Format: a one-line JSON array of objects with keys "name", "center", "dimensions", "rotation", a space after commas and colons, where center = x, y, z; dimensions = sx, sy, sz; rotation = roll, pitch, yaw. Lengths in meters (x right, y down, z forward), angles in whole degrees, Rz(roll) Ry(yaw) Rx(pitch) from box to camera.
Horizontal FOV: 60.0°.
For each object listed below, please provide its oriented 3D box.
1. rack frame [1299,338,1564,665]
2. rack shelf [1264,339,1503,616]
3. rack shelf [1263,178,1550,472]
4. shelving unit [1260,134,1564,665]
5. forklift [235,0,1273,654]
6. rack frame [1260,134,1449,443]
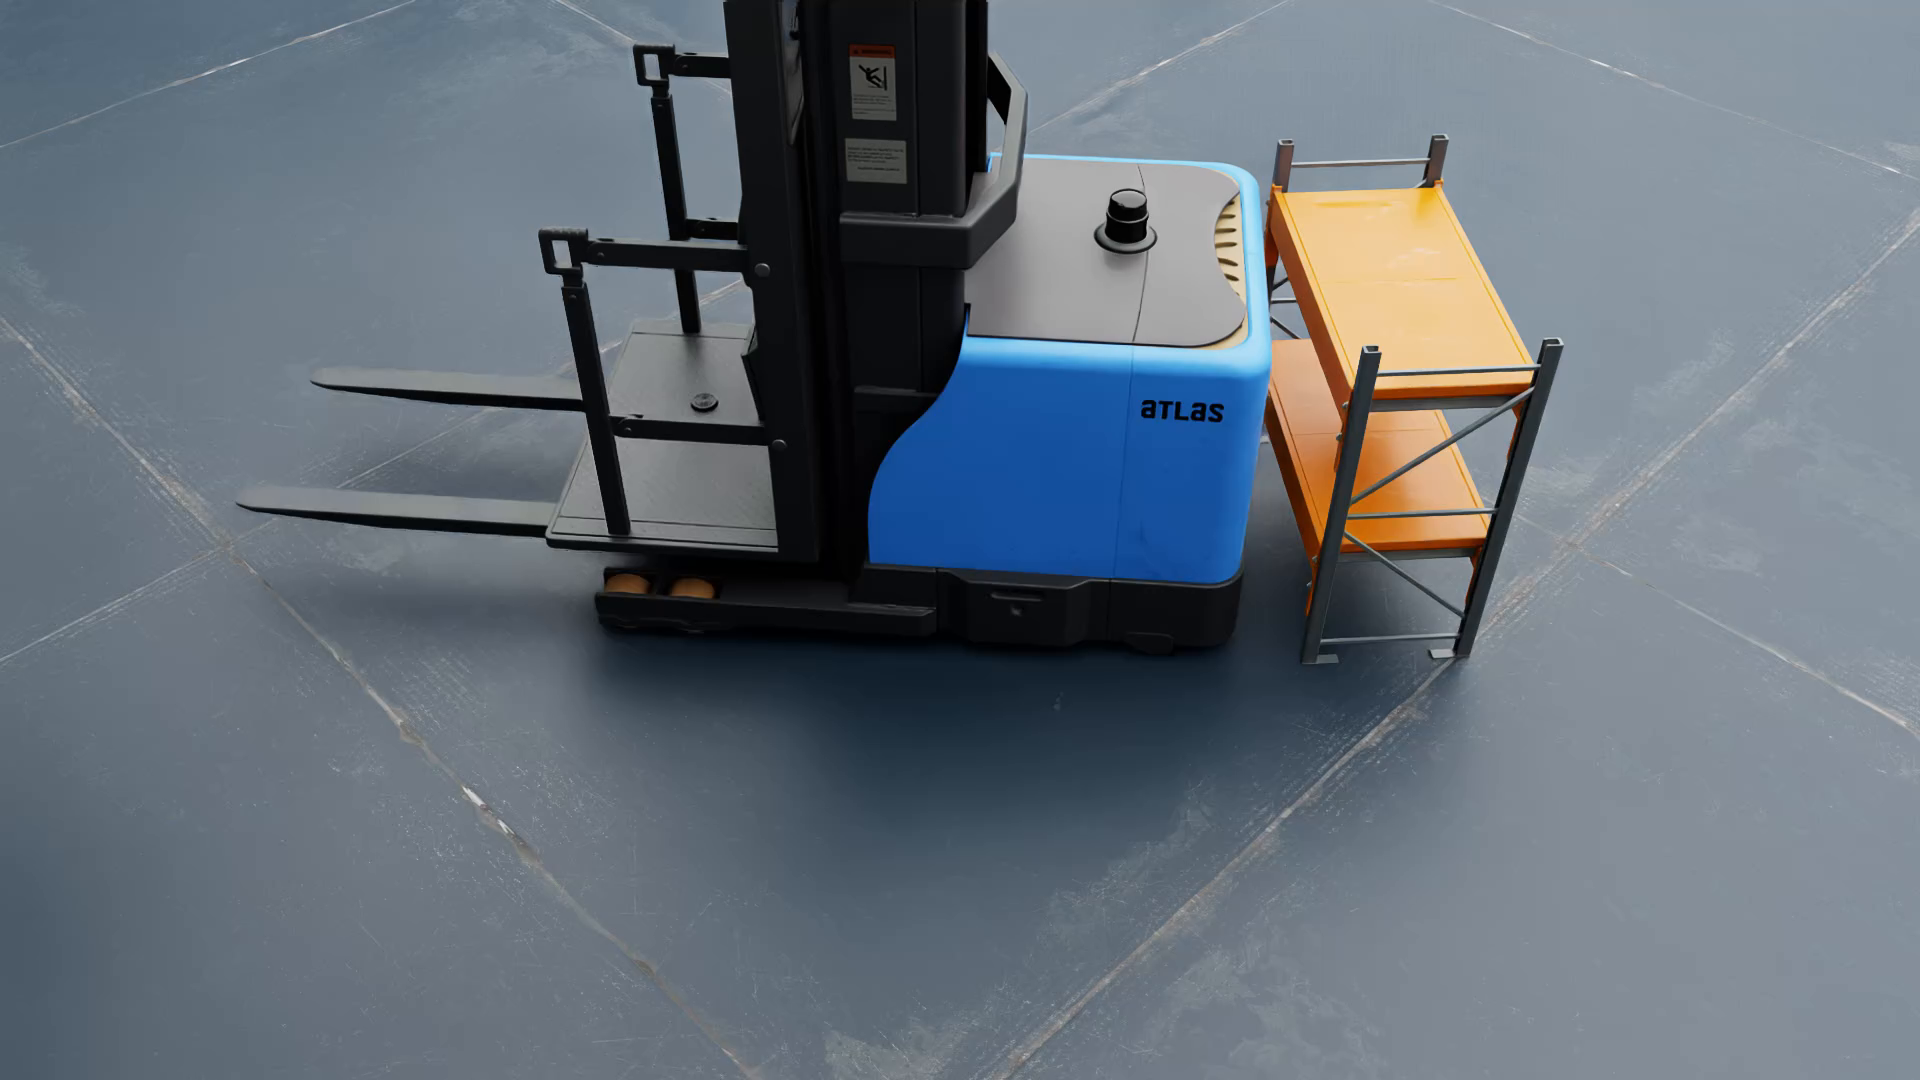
[{"name": "rack frame", "center": [1.245, -0.069, 4.496], "dimensions": [0.500, 1.125, 0.032], "rotation": [-3, 43, -3]}, {"name": "rack shelf", "center": [1.212, -0.234, 5.034], "dimensions": [0.538, 0.278, 1.000], "rotation": [-3, 43, -3]}, {"name": "rack shelf", "center": [1.212, -0.628, 4.670], "dimensions": [0.538, 0.278, 1.000], "rotation": [-3, 43, -3]}, {"name": "shelving unit", "center": [1.212, -0.413, 4.868], "dimensions": [0.538, 1.125, 1.048], "rotation": [-3, 43, -3]}, {"name": "forklift", "center": [-0.662, -1.156, 4.341], "dimensions": [3.031, 2.935, 1.130], "rotation": [4, 43, 4]}, {"name": "rack frame", "center": [1.180, -0.757, 5.241], "dimensions": [0.500, 1.125, 0.032], "rotation": [-3, 43, -3]}]
